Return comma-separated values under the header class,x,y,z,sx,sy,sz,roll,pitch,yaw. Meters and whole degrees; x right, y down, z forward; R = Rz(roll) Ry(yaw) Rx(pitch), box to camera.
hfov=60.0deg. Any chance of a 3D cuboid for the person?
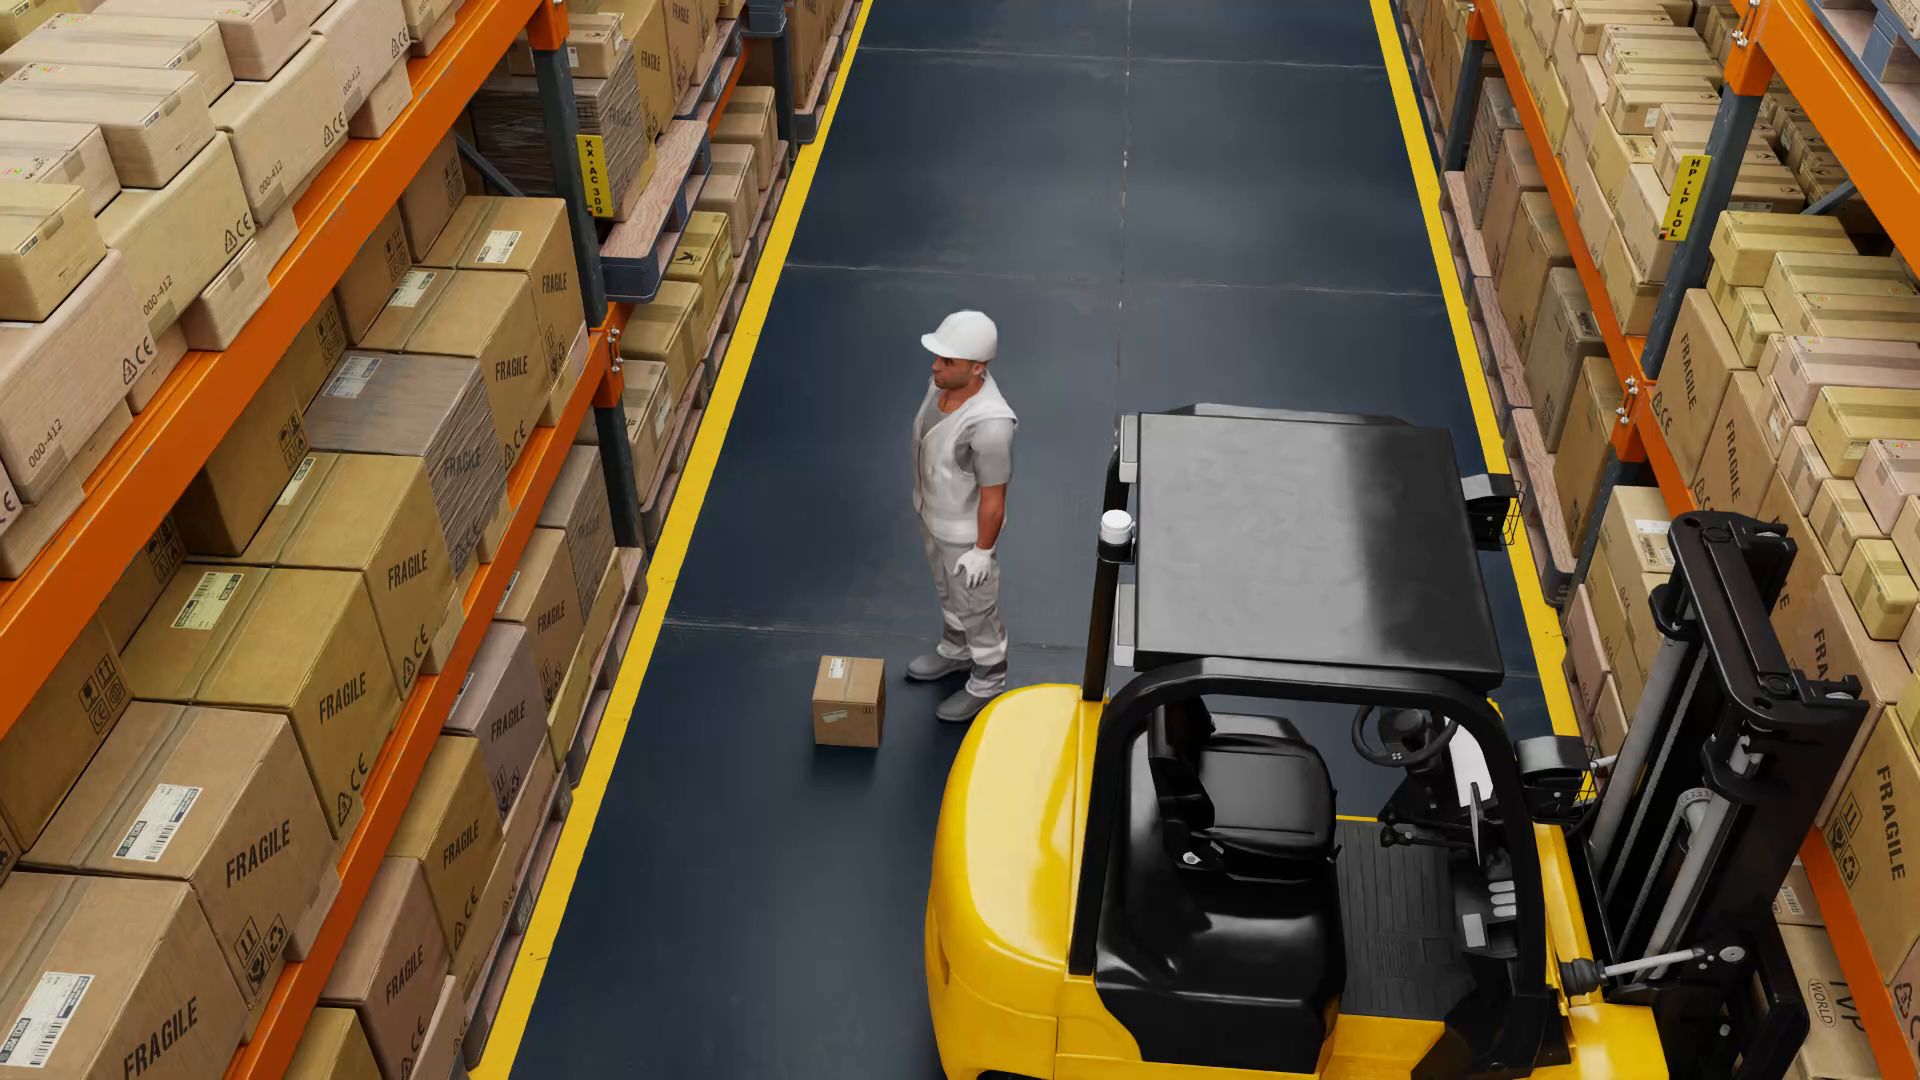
class,x,y,z,sx,sy,sz,roll,pitch,yaw
person,-0.008,-0.073,6.216,0.335,1.793,0.523,-15,42,-18
